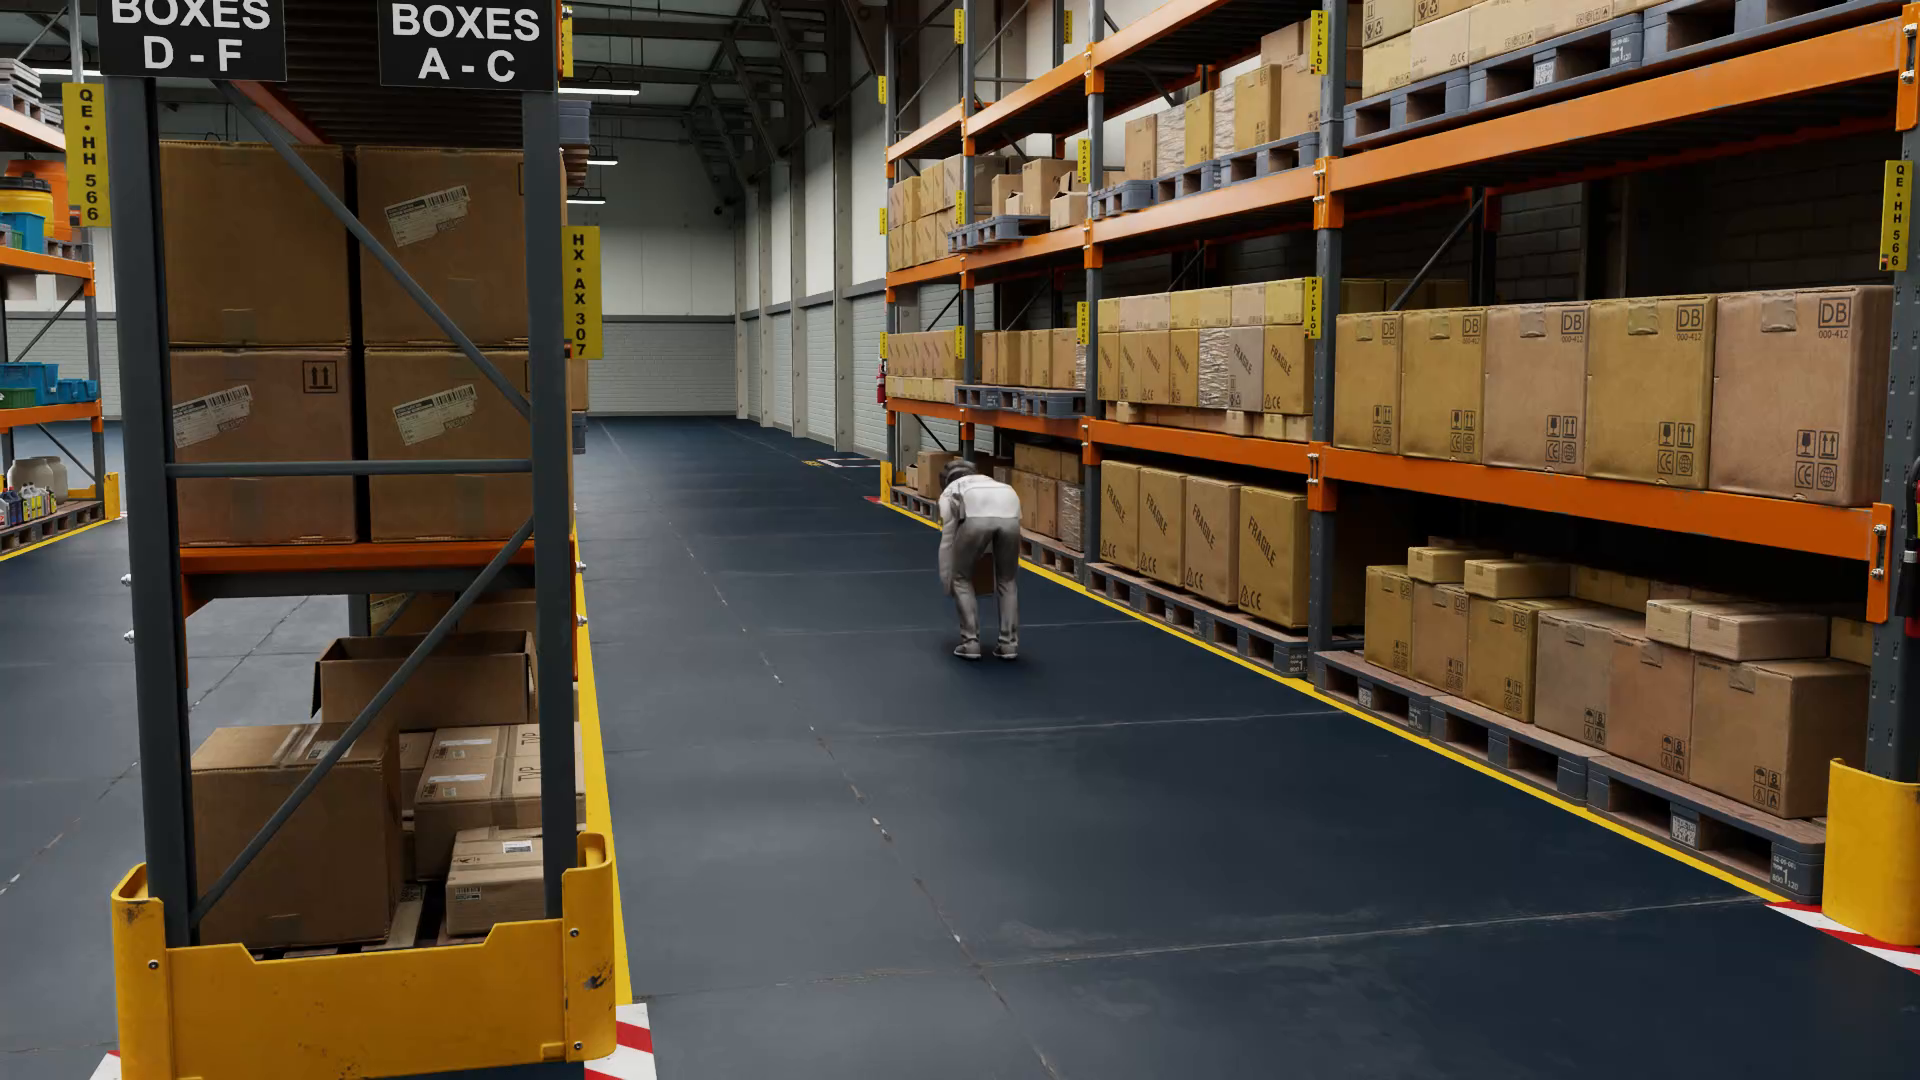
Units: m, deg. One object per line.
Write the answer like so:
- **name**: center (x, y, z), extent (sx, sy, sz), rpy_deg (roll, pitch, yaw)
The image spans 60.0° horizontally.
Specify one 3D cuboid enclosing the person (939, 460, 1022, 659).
- **person**: center (0.096, 0.112, 10.040), extent (0.416, 1.152, 0.923), rpy_deg (-2, 6, -16)
